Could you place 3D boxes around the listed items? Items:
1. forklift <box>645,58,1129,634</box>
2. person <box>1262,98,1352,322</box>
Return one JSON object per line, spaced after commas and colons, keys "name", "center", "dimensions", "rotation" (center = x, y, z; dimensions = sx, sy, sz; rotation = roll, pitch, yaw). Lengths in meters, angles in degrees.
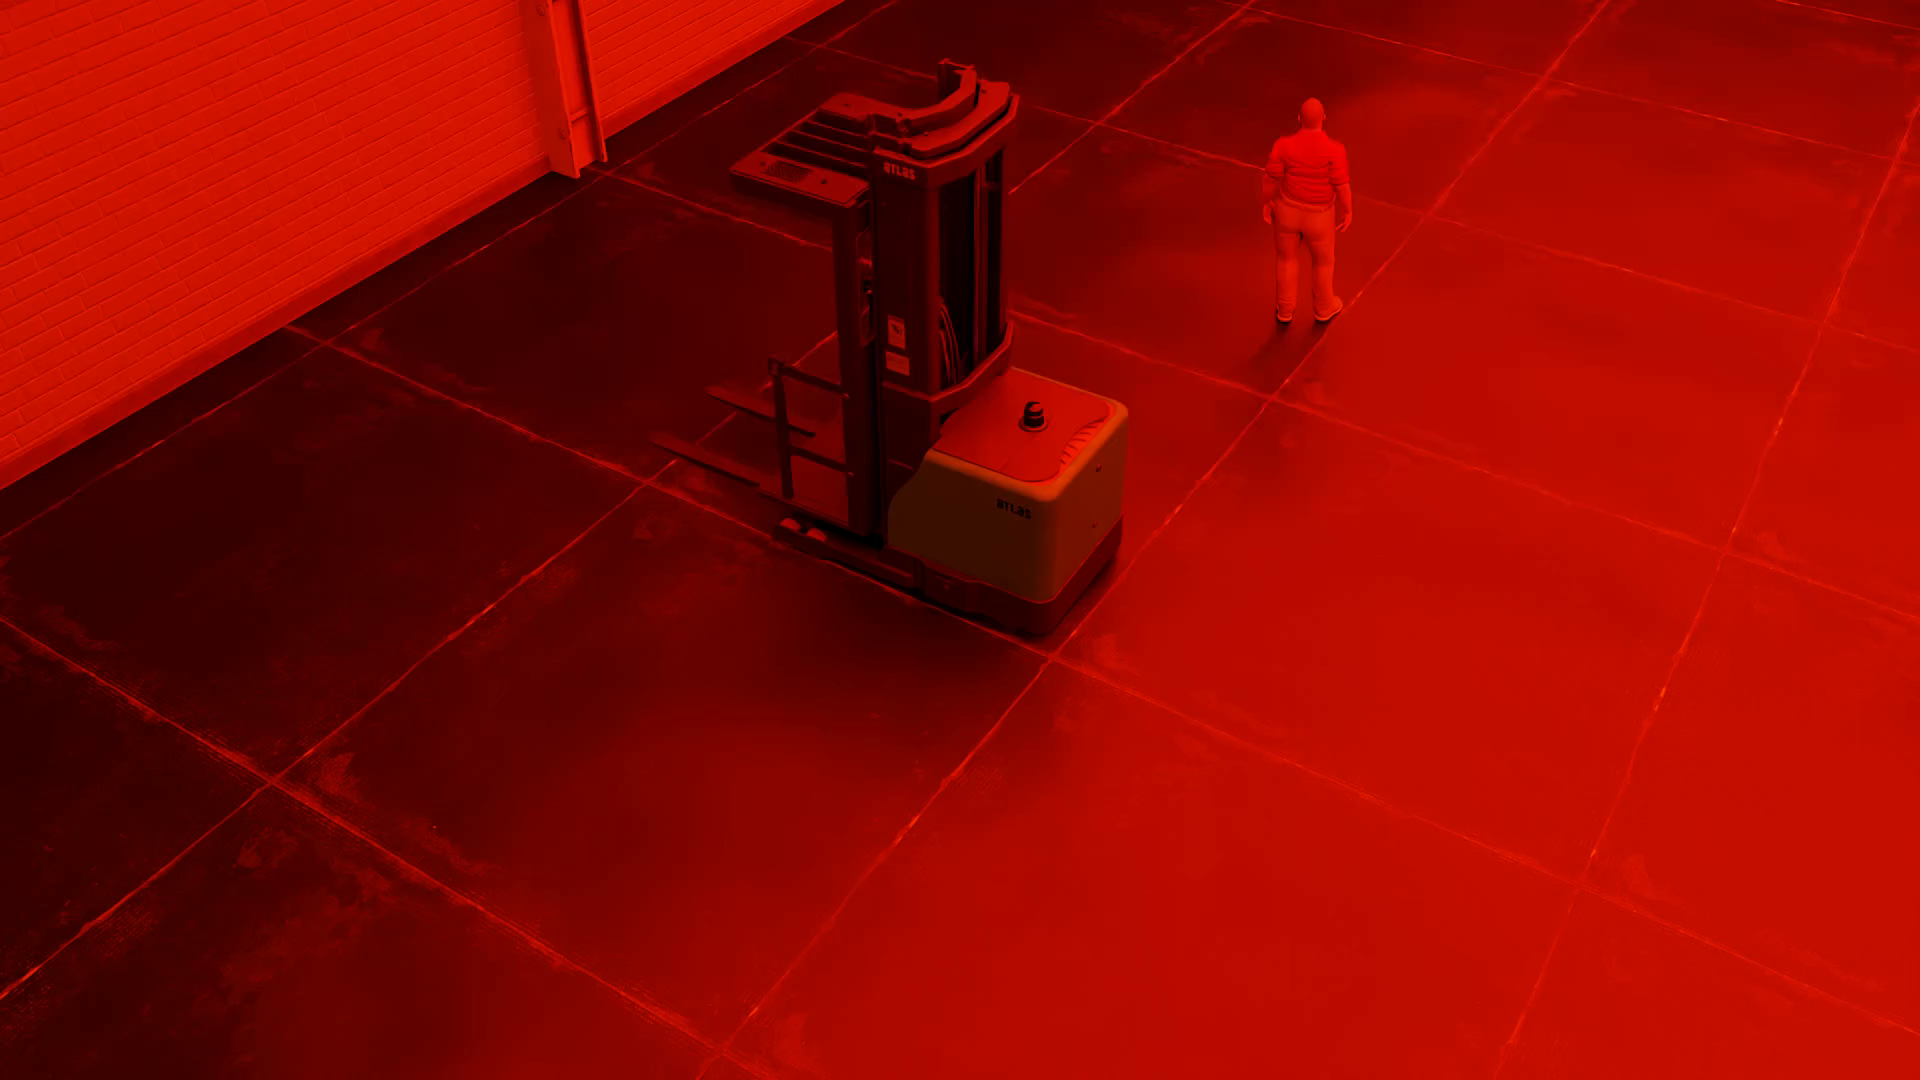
{"name": "forklift", "center": [-0.552, -1.292, 9.491], "dimensions": [3.031, 2.935, 1.130], "rotation": [21, 45, 23]}
{"name": "person", "center": [2.437, -2.319, 11.623], "dimensions": [0.640, 1.727, 0.551], "rotation": [15, 42, 17]}
